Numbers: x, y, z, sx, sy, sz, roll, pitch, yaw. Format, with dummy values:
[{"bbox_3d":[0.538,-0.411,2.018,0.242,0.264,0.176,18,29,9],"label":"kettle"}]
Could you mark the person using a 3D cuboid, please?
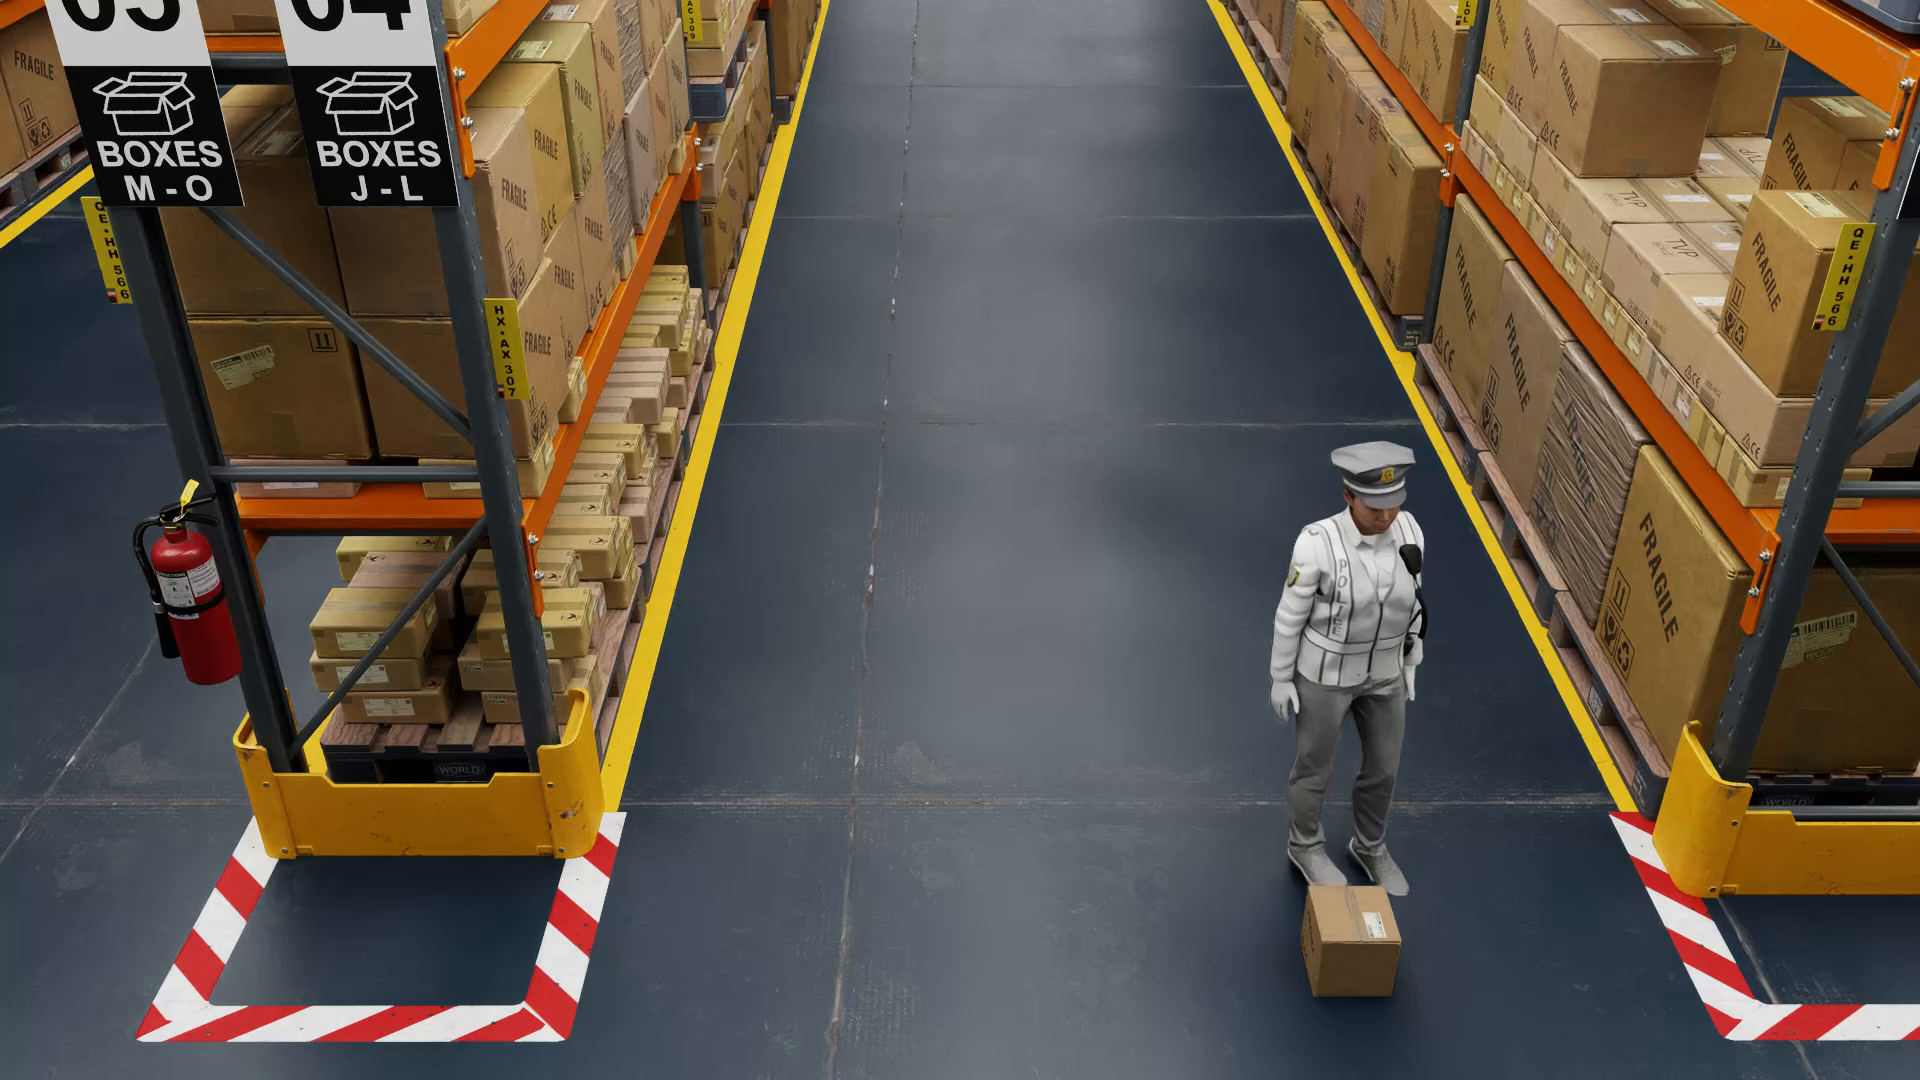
[{"bbox_3d":[1.278,0.470,5.393,0.520,1.727,0.377,-9,33,-14],"label":"person"}]
